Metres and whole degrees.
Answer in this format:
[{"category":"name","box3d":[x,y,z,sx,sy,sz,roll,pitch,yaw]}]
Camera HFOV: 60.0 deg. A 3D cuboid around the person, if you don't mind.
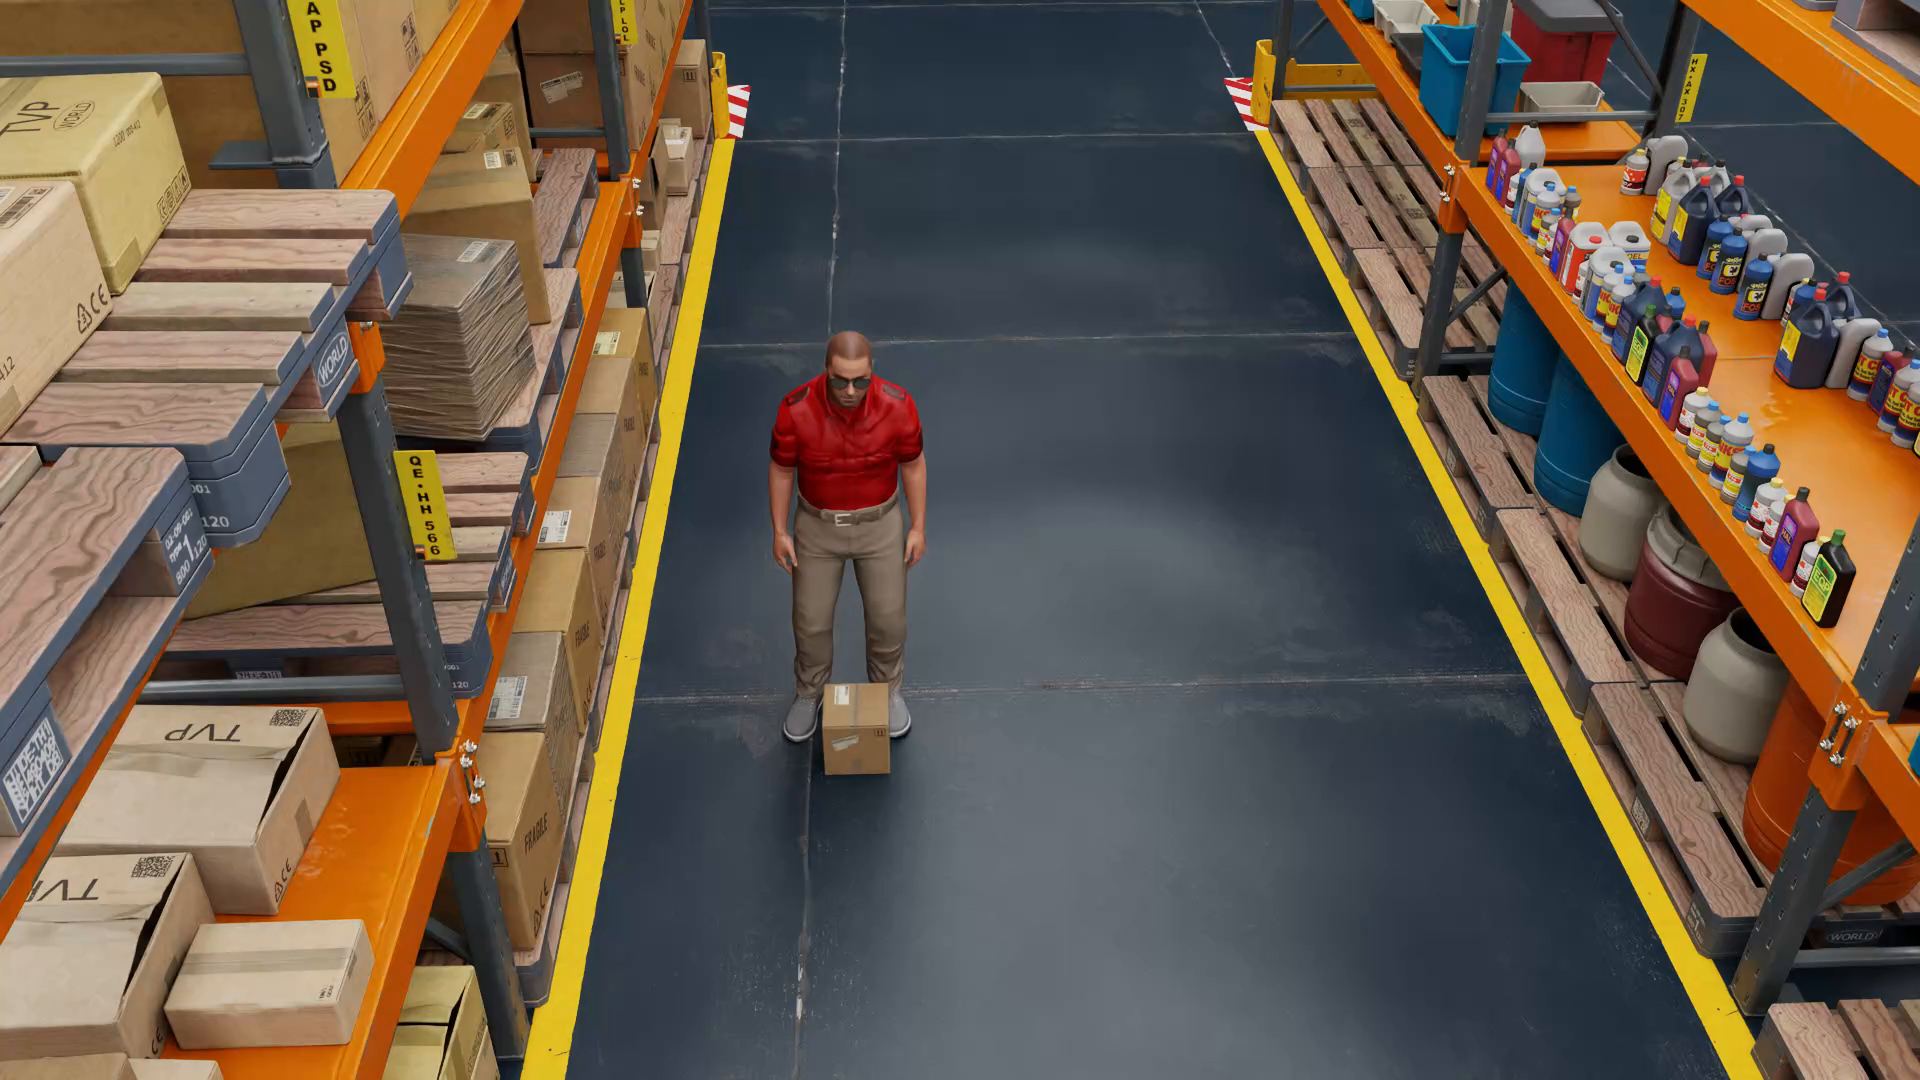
[{"category":"person","box3d":[-0.412,-0.025,6.194,0.590,1.725,0.393,-3,35,-4]}]
